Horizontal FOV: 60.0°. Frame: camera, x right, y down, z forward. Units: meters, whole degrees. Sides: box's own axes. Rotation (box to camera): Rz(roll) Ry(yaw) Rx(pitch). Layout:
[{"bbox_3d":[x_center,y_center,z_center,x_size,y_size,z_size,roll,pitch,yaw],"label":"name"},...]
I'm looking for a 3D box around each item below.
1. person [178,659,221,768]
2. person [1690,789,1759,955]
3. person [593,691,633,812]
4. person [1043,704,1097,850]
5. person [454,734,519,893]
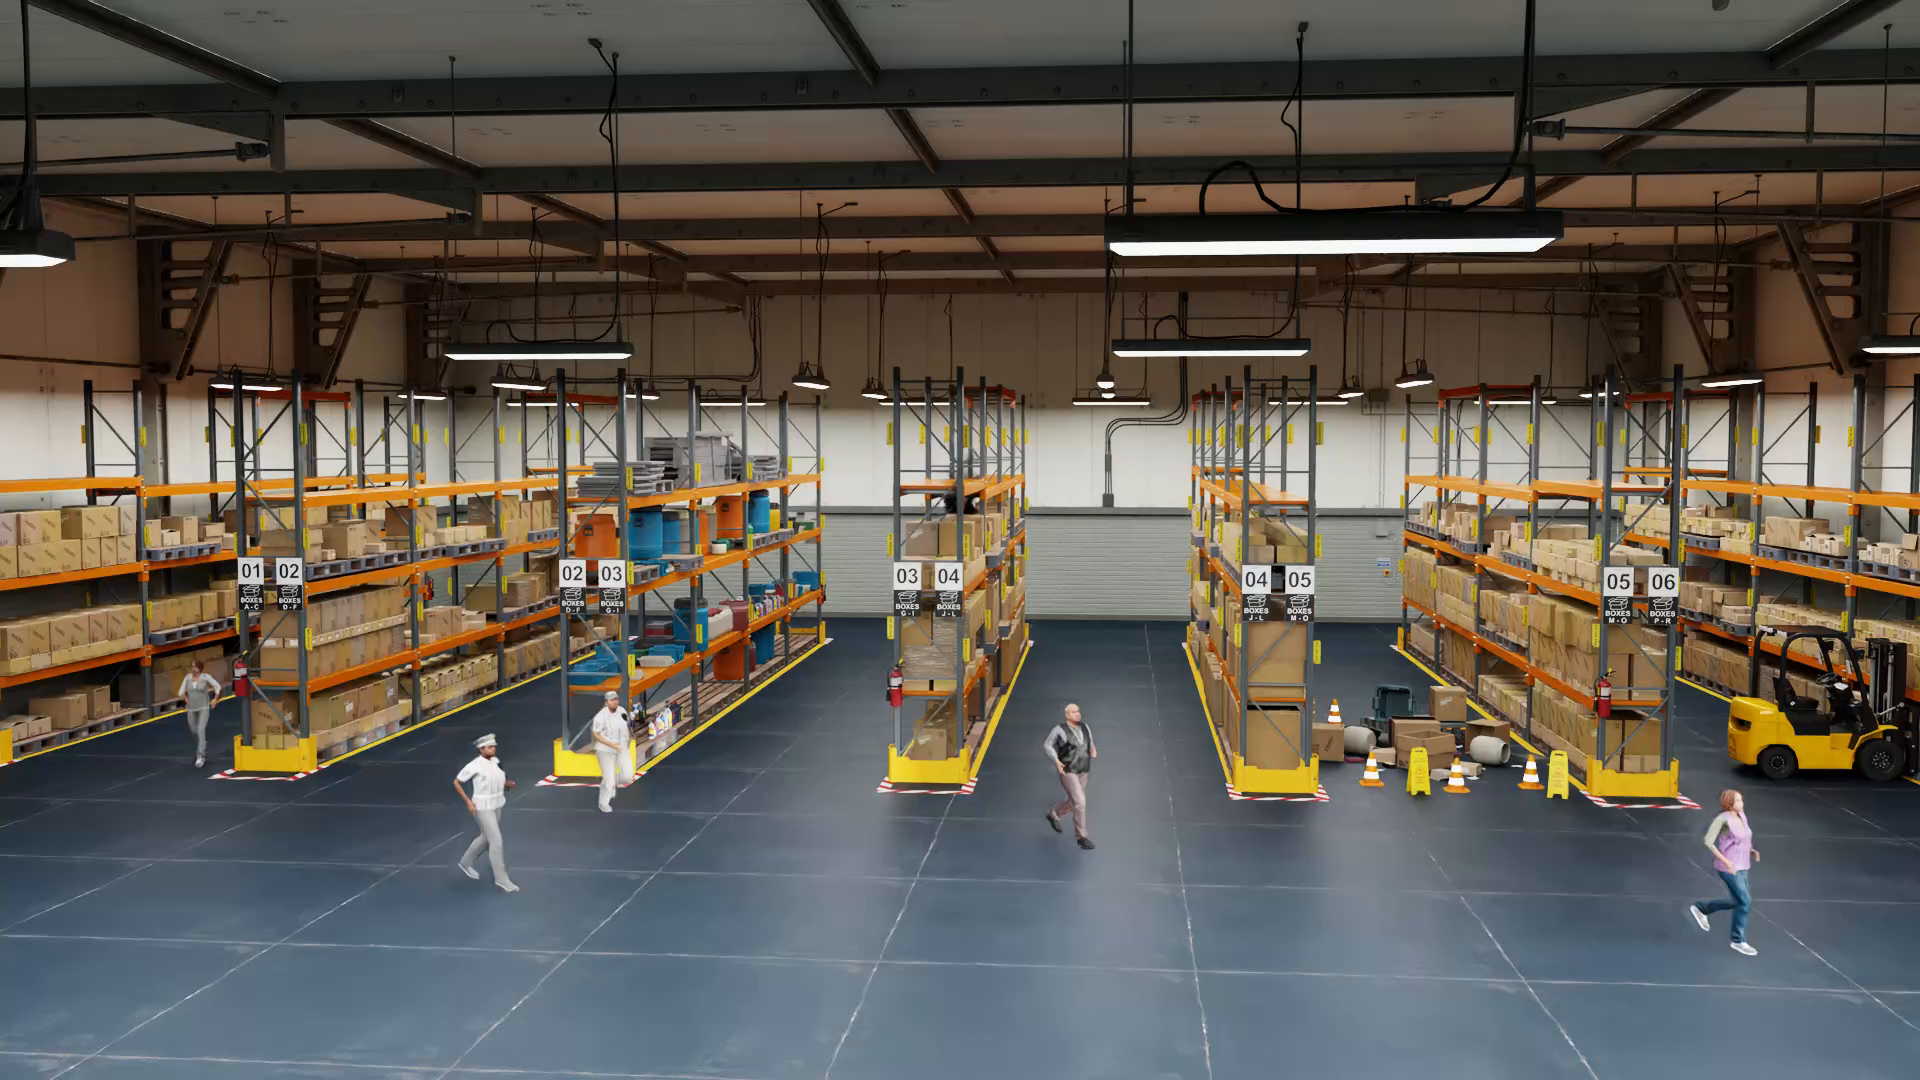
[{"bbox_3d":[-11.651,2.624,25.464,0.589,1.620,0.792,0,4,-7],"label":"person"},{"bbox_3d":[7.500,3.214,16.284,0.534,1.587,0.669,-3,4,-37],"label":"person"},{"bbox_3d":[-4.606,2.818,22.218,0.631,1.626,0.605,-3,5,-41],"label":"person"},{"bbox_3d":[1.386,2.872,20.467,0.648,1.736,0.890,-3,5,-39],"label":"person"},{"bbox_3d":[-5.234,2.997,18.415,0.867,1.716,0.562,1,4,21],"label":"person"}]
